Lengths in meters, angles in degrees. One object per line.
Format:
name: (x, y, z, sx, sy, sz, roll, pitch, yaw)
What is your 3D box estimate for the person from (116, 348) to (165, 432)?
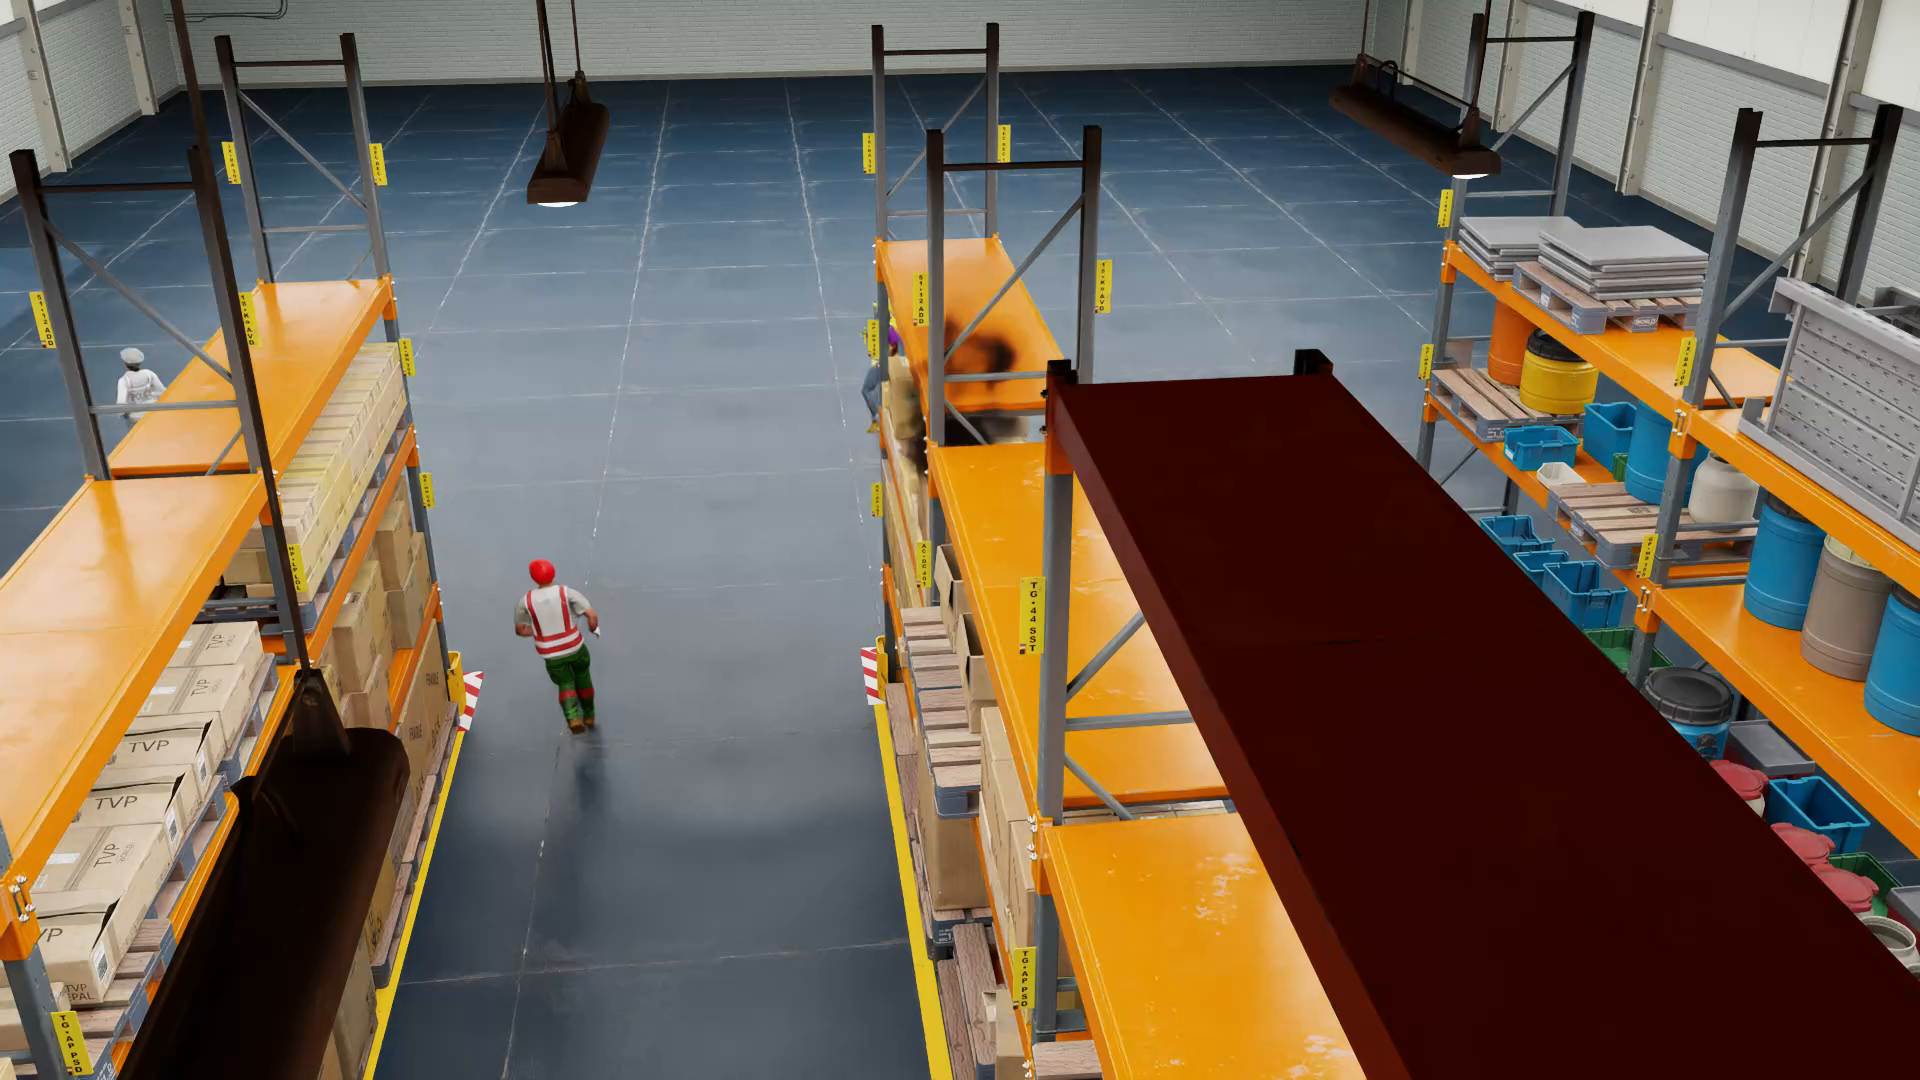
person: (-9.700, -1.476, 19.700, 0.778, 1.656, 0.632, 18, 31, 33)

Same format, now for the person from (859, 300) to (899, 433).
person: (-0.977, -2.205, 21.096, 0.706, 1.812, 0.673, 8, 27, 16)

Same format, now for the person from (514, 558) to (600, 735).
person: (-3.489, 0.967, 14.498, 0.706, 1.758, 0.788, -6, 26, -12)
